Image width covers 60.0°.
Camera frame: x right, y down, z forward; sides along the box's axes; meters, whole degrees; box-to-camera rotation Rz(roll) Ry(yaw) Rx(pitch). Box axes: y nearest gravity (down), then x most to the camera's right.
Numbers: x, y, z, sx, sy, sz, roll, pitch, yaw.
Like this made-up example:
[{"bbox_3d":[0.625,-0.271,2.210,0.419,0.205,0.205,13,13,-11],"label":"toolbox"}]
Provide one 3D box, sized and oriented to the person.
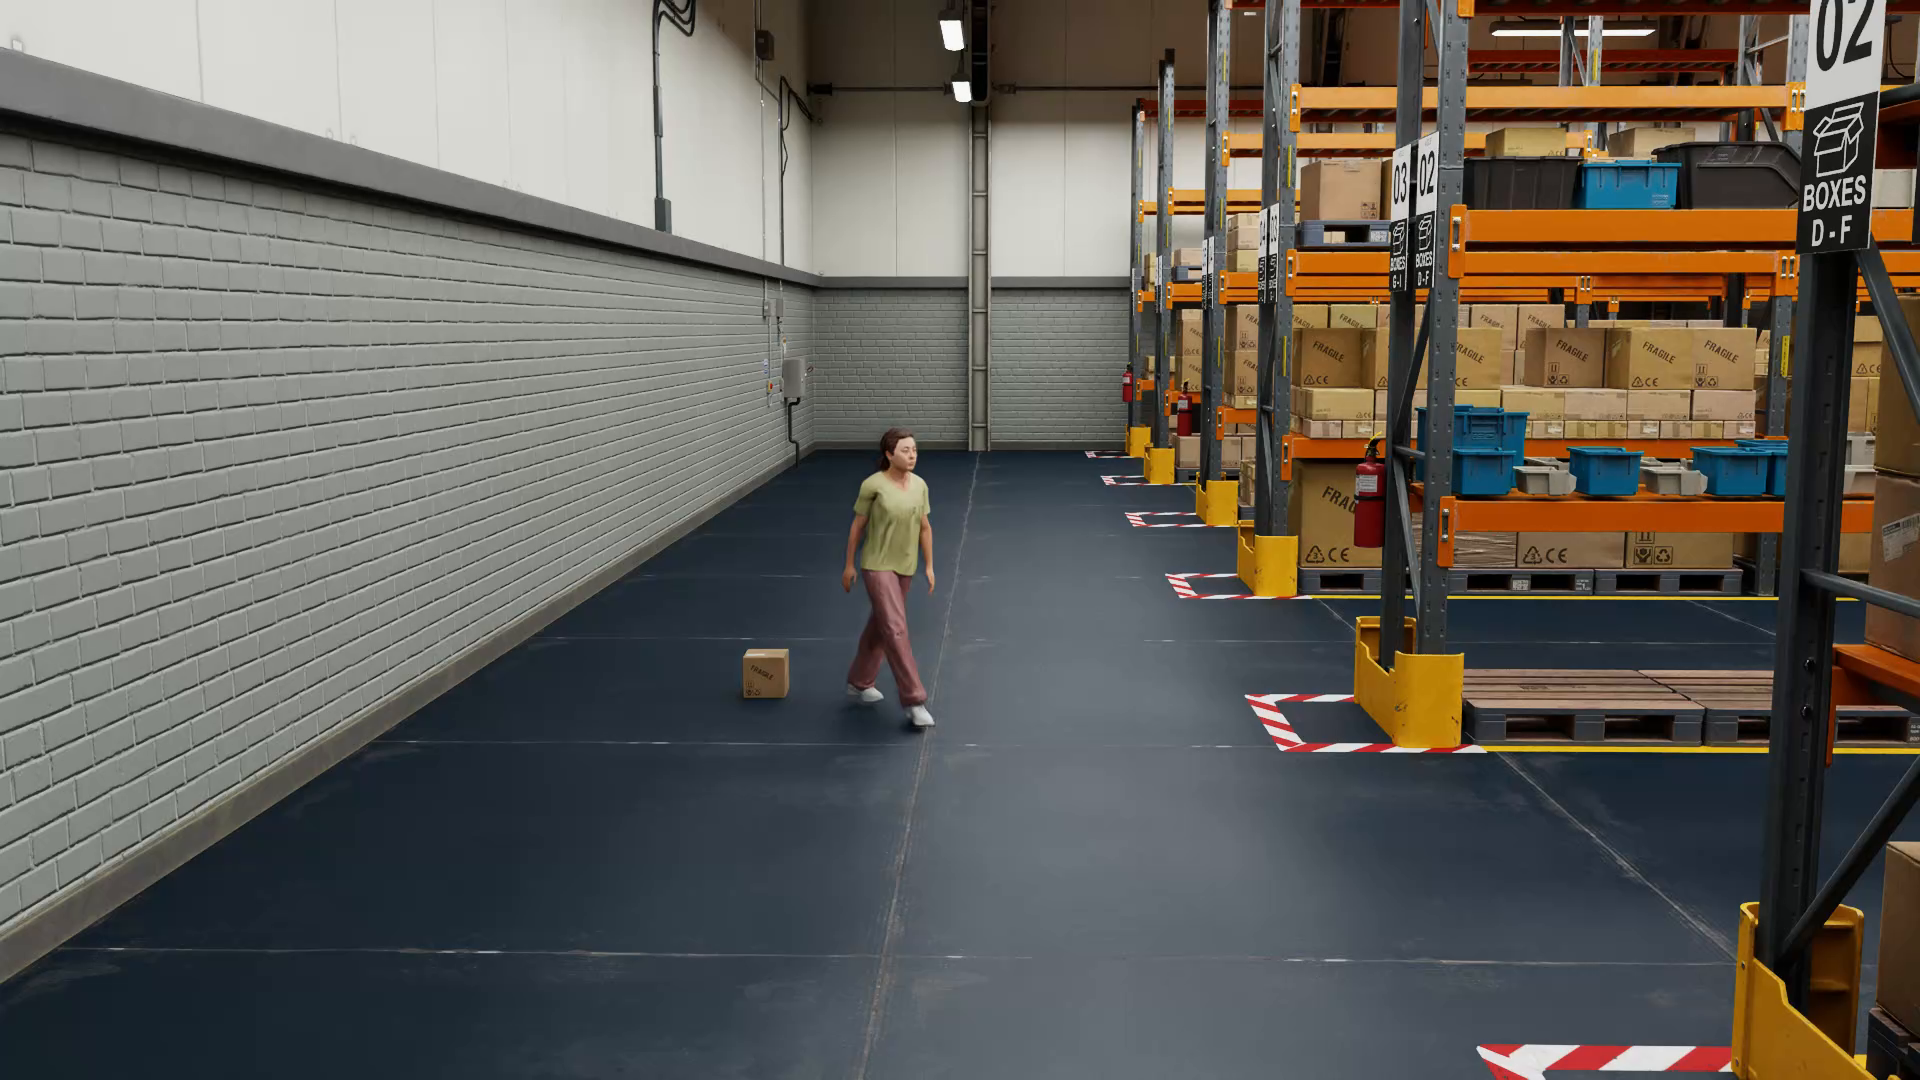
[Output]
[{"bbox_3d":[-0.342,0.169,9.415,0.470,1.610,0.950,-6,10,-40],"label":"person"}]
